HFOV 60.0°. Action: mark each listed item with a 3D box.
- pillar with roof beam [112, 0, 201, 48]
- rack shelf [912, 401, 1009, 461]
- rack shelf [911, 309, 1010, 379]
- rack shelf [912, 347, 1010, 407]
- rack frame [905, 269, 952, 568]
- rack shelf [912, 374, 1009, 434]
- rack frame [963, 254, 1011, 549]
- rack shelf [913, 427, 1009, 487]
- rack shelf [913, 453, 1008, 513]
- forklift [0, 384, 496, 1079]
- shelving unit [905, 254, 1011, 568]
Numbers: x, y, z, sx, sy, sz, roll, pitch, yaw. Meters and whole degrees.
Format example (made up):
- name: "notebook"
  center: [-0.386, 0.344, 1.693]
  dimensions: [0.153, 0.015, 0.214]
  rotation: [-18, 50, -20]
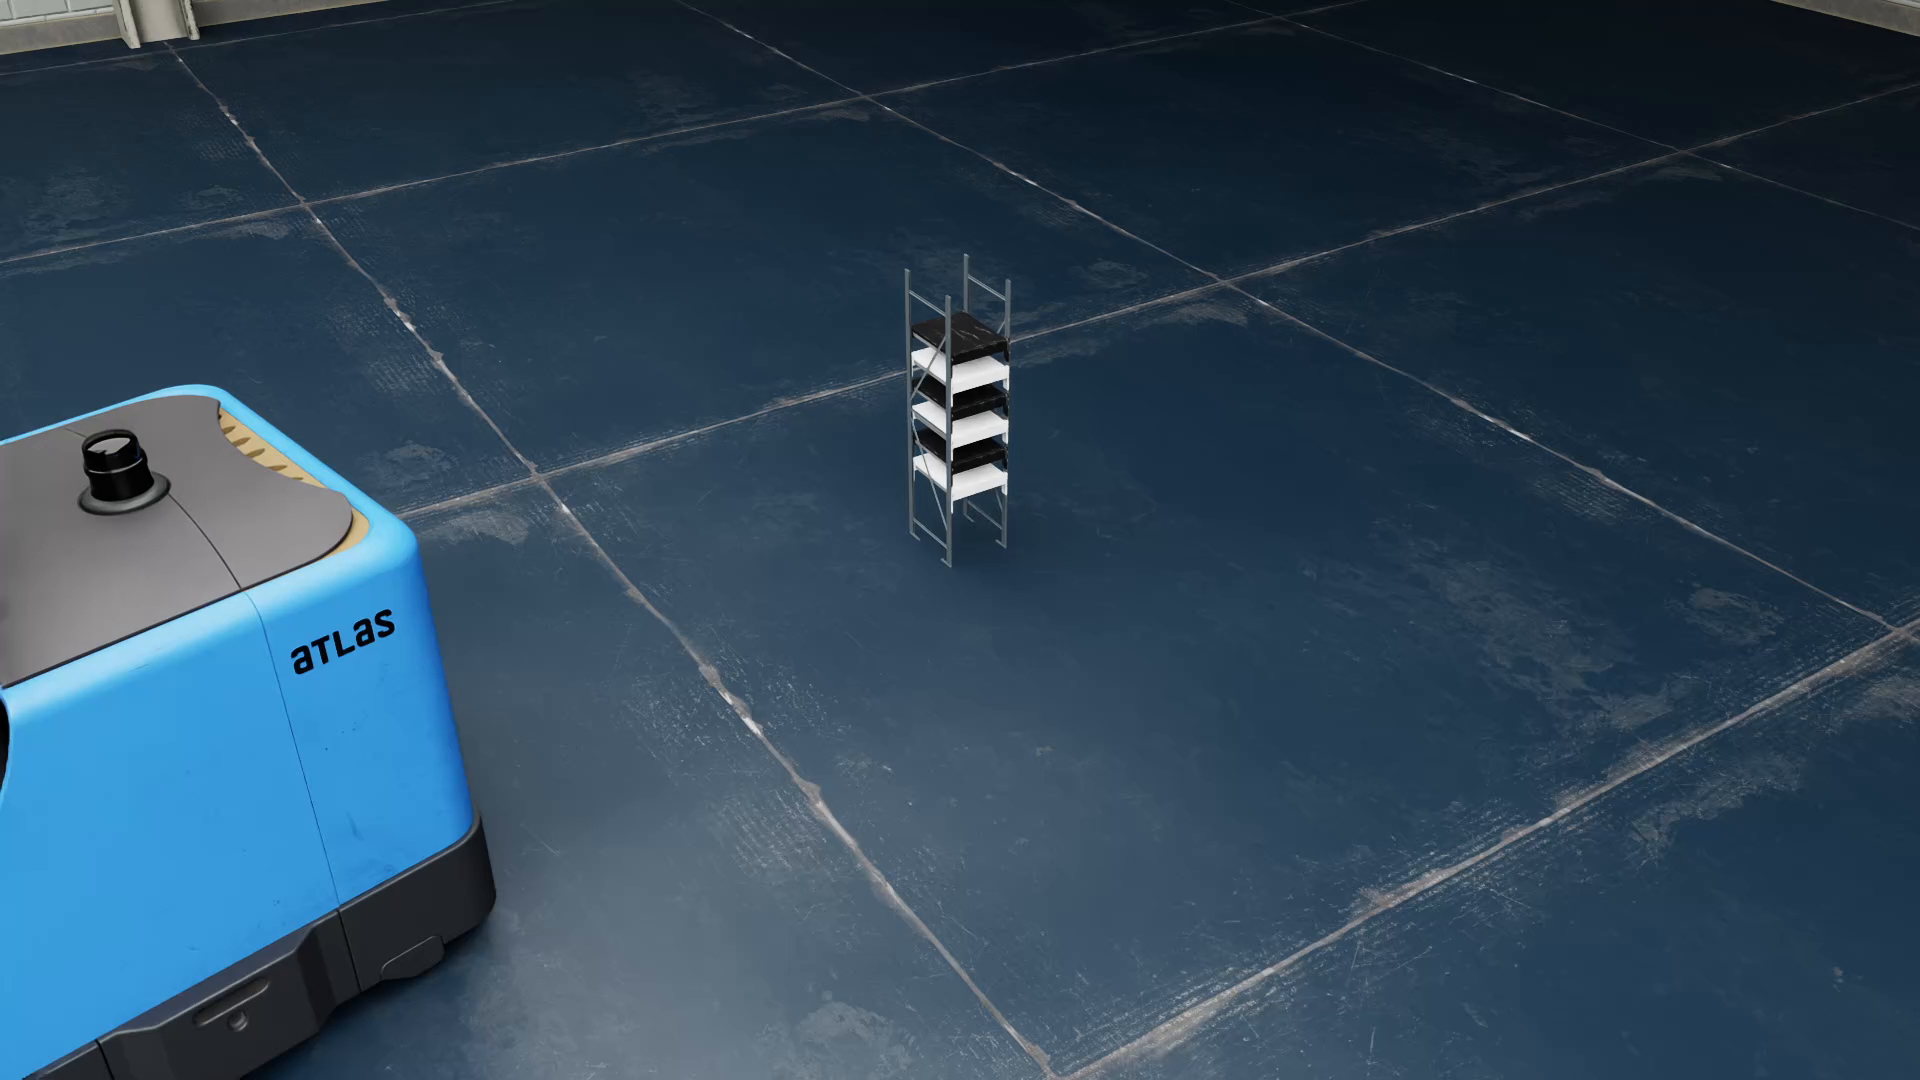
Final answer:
- name: "pillar with roof beam"
  center: [-2.510, -4.921, 4.617]
  dimensions: [0.400, 9.000, 9.100]
  rotation: [-19, 37, -27]
- name: "rack shelf"
  center: [-0.007, -0.350, 5.024]
  dimensions: [0.200, 0.077, 0.258]
  rotation: [-19, 37, -27]
- name: "rack shelf"
  center: [-0.007, -0.578, 4.880]
  dimensions: [0.200, 0.077, 0.258]
  rotation: [-19, 37, -27]
- name: "rack shelf"
  center: [-0.007, -0.502, 4.928]
  dimensions: [0.200, 0.077, 0.258]
  rotation: [-19, 37, -27]
- name: "rack frame"
  center: [-0.092, -0.349, 4.960]
  dimensions: [0.006, 0.900, 0.240]
  rotation: [-19, 37, -27]
- name: "rack shelf"
  center: [-0.007, -0.426, 4.976]
  dimensions: [0.200, 0.077, 0.258]
  rotation: [-19, 37, -27]
- name: "rack frame"
  center: [0.079, -0.408, 5.053]
  dimensions: [0.006, 0.900, 0.240]
  rotation: [-19, 37, -27]
- name: "rack shelf"
  center: [-0.007, -0.274, 5.072]
  dimensions: [0.200, 0.077, 0.258]
  rotation: [-19, 37, -27]
- name: "rack shelf"
  center: [-0.007, -0.198, 5.120]
  dimensions: [0.200, 0.077, 0.258]
  rotation: [-19, 37, -27]
- name: "forklift"
  center: [-2.462, 0.022, 2.468]
  dimensions: [3.031, 2.935, 1.130]
  rotation: [-28, 42, -37]
- name: "shelving unit"
  center: [-0.007, -0.378, 5.006]
  dimensions: [0.210, 0.900, 0.258]
  rotation: [-19, 37, -27]
